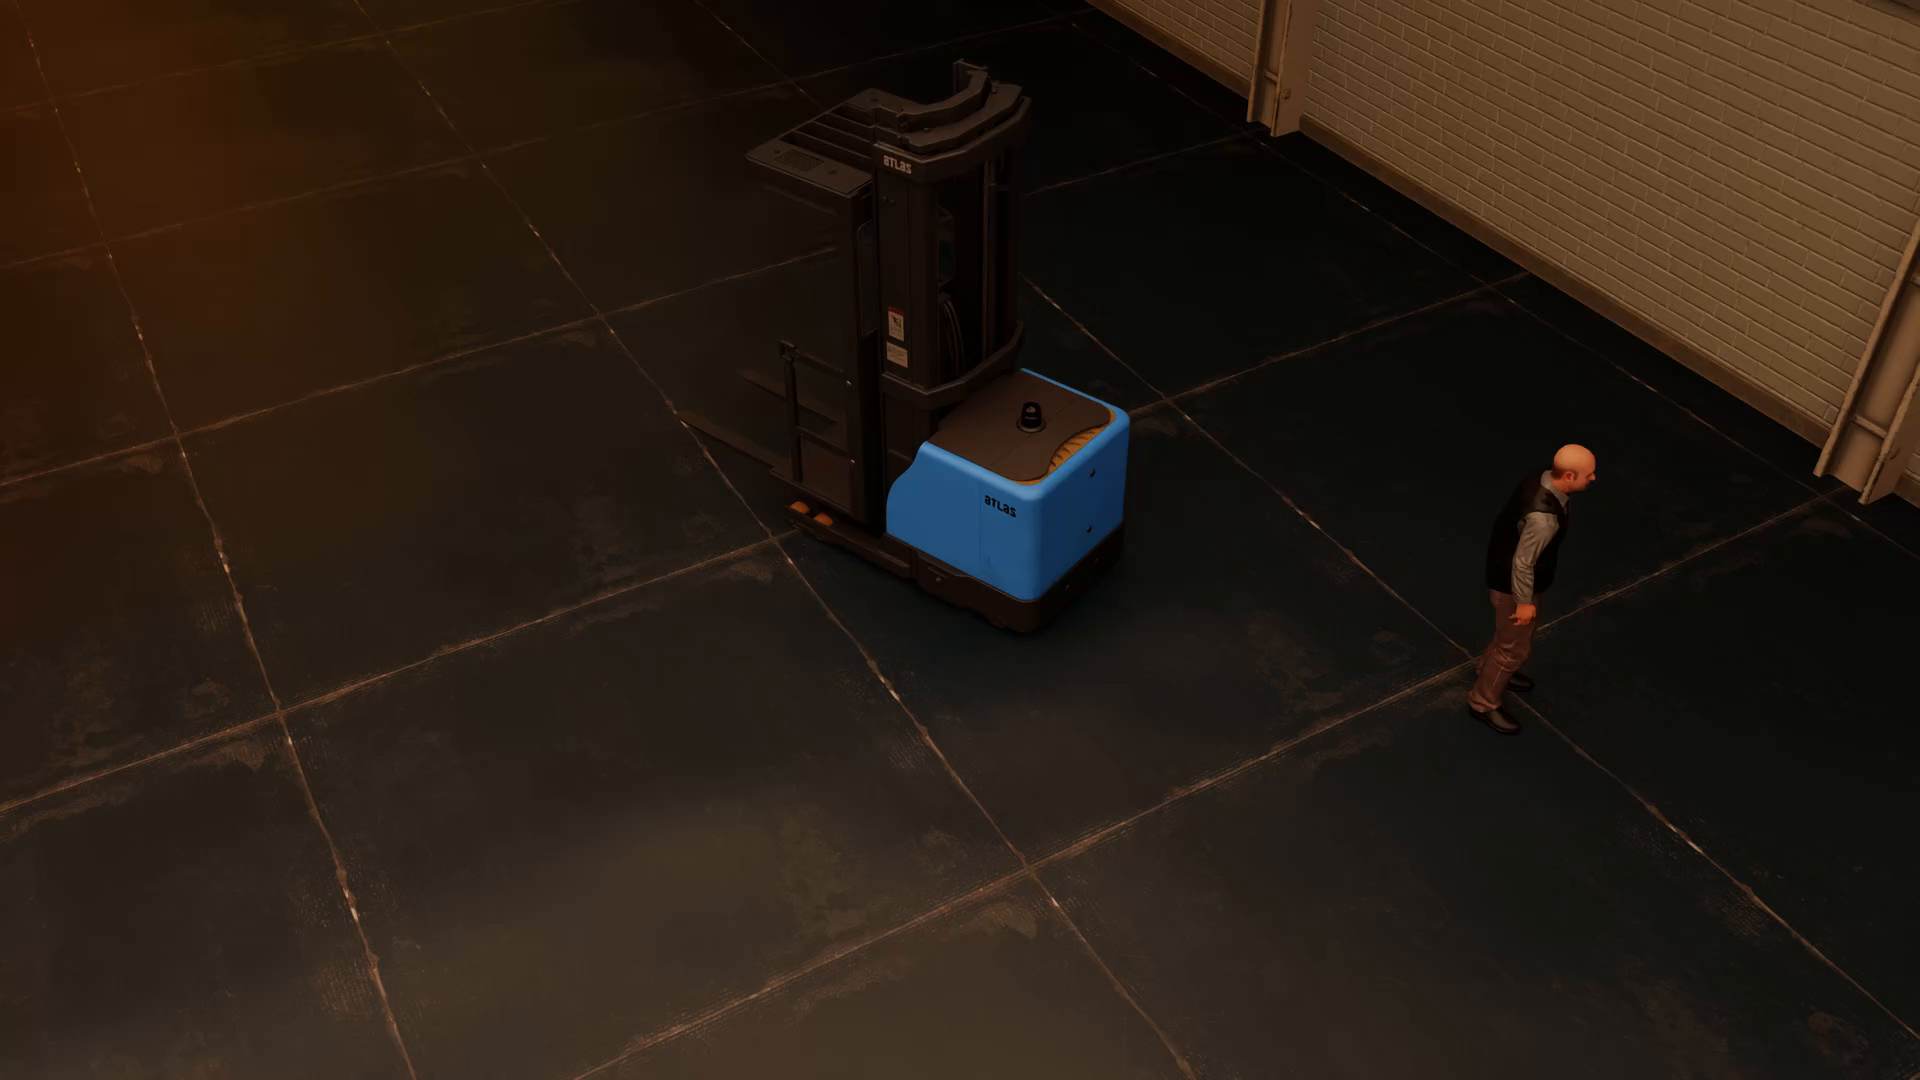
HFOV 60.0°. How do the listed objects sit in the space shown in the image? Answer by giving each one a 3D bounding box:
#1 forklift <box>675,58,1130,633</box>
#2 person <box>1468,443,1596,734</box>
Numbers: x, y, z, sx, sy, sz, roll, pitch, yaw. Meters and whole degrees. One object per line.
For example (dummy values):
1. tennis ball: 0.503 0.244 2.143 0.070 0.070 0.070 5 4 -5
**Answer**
1. forklift: -0.481 -1.366 9.683 3.031 2.935 1.130 26 46 28
2. person: 2.965 0.198 8.747 0.427 1.720 0.589 15 42 17
